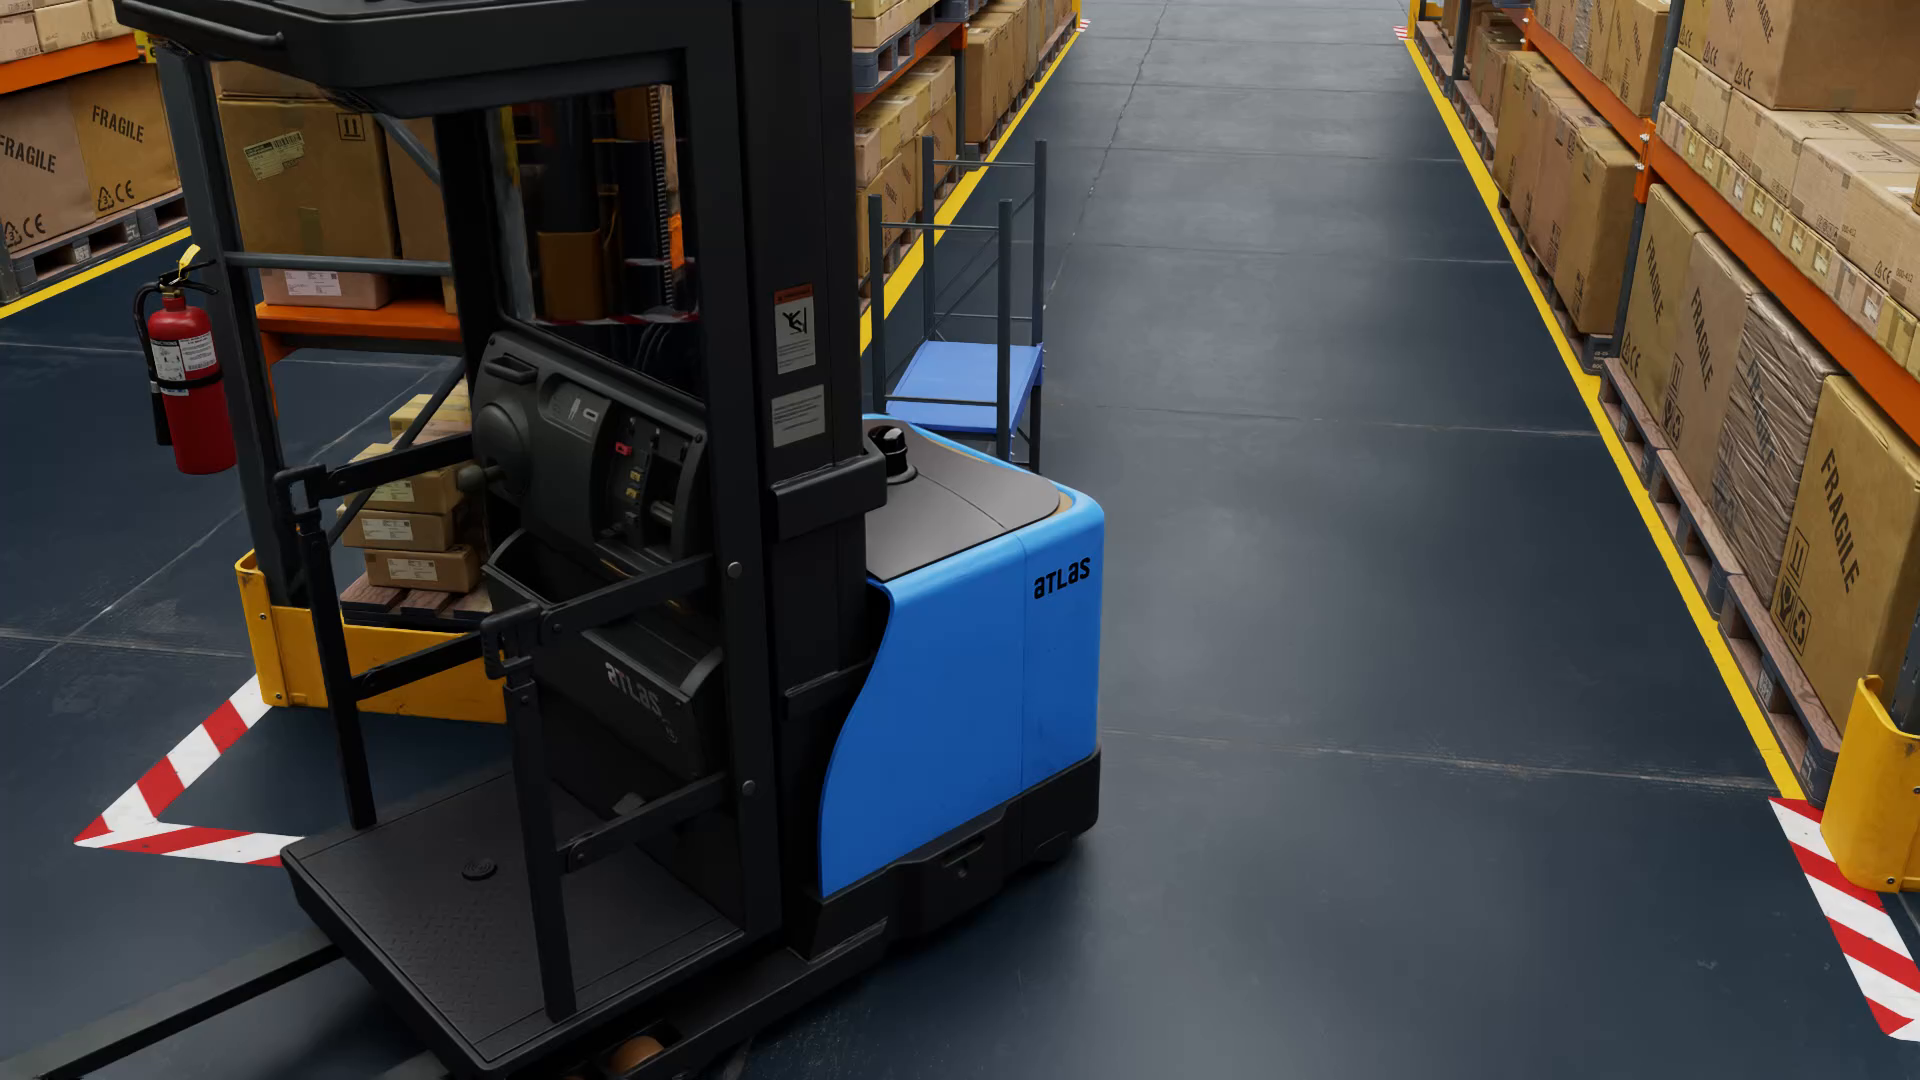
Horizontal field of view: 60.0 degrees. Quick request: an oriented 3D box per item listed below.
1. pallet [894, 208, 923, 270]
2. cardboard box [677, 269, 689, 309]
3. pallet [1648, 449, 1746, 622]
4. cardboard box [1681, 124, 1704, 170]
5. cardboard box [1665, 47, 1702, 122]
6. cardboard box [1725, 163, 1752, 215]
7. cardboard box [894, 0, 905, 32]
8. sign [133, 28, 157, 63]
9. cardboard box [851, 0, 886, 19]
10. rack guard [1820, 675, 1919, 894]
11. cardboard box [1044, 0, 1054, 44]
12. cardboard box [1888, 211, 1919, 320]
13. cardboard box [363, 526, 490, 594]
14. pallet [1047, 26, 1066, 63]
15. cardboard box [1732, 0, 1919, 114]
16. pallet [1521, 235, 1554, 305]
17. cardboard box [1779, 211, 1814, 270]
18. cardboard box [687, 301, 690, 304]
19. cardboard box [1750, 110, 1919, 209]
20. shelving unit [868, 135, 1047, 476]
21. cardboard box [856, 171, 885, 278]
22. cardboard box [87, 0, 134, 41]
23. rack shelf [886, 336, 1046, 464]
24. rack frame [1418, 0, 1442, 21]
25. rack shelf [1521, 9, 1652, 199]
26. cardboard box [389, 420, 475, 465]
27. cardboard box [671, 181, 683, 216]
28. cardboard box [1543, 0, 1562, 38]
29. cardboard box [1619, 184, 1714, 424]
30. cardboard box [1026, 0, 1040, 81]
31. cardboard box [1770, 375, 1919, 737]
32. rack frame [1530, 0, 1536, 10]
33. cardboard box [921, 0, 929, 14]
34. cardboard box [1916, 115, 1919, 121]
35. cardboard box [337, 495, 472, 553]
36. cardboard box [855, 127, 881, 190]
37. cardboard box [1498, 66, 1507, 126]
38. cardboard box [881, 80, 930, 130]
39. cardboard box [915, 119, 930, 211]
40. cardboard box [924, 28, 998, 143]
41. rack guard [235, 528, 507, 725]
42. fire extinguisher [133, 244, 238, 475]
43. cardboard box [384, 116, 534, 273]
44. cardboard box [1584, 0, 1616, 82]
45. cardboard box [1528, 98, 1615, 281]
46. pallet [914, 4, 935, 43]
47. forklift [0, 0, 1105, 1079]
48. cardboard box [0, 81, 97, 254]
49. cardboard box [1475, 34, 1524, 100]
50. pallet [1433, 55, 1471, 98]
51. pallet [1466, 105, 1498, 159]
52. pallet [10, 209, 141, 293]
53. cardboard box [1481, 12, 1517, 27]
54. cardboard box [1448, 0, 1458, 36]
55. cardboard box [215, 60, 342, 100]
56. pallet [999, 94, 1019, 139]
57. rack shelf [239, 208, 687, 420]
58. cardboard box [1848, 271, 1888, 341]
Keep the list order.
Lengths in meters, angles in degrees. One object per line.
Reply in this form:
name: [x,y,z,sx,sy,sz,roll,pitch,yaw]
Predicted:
pallet: [-0.796,-2.056,10.892,1.003,0.211,1.213,4,25,9]
cardboard box: [-1.496,-1.189,7.917,0.380,0.149,0.250,3,25,7]
pallet: [3.359,-0.008,6.518,1.003,0.211,1.213,4,25,9]
cardboard box: [3.296,-1.661,7.056,0.380,0.149,0.250,5,26,10]
cardboard box: [3.422,-1.984,7.275,0.500,0.250,0.500,4,25,8]
cardboard box: [3.170,-1.339,6.368,0.380,0.149,0.250,4,25,9]
cardboard box: [-0.517,-2.911,9.232,0.380,0.149,0.250,4,25,9]
sign: [-2.317,-1.522,4.726,0.100,0.325,0.005,4,25,9]
cardboard box: [-0.601,-2.825,8.697,0.380,0.149,0.250,4,25,9]
rack guard: [3.100,0.720,4.622,1.175,0.500,0.348,4,25,9]
cardboard box: [0.504,-5.690,17.379,0.875,0.875,0.875,4,25,9]
cardboard box: [2.921,-0.710,4.555,0.500,0.250,0.500,4,25,8]
cardboard box: [-1.893,0.058,5.955,0.380,0.149,0.250,4,25,9]
pallet: [0.587,-5.388,18.013,1.003,0.211,1.213,4,25,9]
cardboard box: [3.259,-1.896,6.203,0.500,0.500,0.500,3,25,7]
pallet: [4.006,-1.672,10.073,1.003,0.211,1.213,4,25,9]
cardboard box: [3.045,-1.016,5.678,0.380,0.149,0.250,4,25,9]
cardboard box: [-1.029,-1.046,7.611,0.380,0.149,0.250,3,25,6]
cardboard box: [3.169,-1.353,5.929,0.500,0.250,0.500,4,25,9]
shelving unit: [0.014,-0.715,6.508,0.538,1.500,1.048,4,25,9]
cardboard box: [-0.737,-1.830,9.574,0.500,0.500,0.500,5,26,11]
cardboard box: [-5.504,-3.309,10.459,0.500,0.250,0.500,4,25,8]
rack shelf: [0.014,-0.552,6.585,0.538,0.185,1.000,4,25,9]
rack frame: [5.719,-7.114,18.410,1.000,3.000,0.127,4,25,9]
rack shelf: [4.084,-2.606,9.627,1.077,0.370,4.000,4,25,9]
cardboard box: [-1.839,-0.317,6.054,0.380,0.149,0.250,5,25,10]
cardboard box: [-1.255,-1.356,6.405,0.380,0.149,0.250,4,25,7]
cardboard box: [3.981,-3.413,10.385,0.500,0.500,0.500,3,25,7]
cardboard box: [3.571,-1.053,7.471,0.875,0.875,0.875,4,25,9]
cardboard box: [0.176,-4.732,15.480,1.050,0.750,0.750,4,25,8]
cardboard box: [3.130,0.077,5.059,0.875,0.875,0.875,4,25,9]
rack frame: [4.411,-3.768,11.262,1.000,3.000,0.127,4,25,9]
cardboard box: [-0.393,-3.237,9.928,0.380,0.149,0.250,4,25,8]
cardboard box: [3.693,-1.317,5.852,0.500,0.250,0.500,4,25,7]
cardboard box: [-1.968,-0.082,5.904,0.380,0.149,0.250,3,25,7]
cardboard box: [-0.738,-2.169,9.415,0.500,0.250,0.500,3,25,6]
cardboard box: [4.579,-3.350,12.798,0.700,0.500,0.500,2,25,4]
cardboard box: [-0.489,-2.824,10.814,0.500,0.250,0.500,5,25,10]
cardboard box: [-0.474,-2.480,10.962,0.500,0.500,0.500,3,25,6]
cardboard box: [-0.277,-3.574,13.005,1.050,0.750,0.750,4,25,8]
rack guard: [-1.760,0.292,5.536,1.175,0.500,0.348,4,25,9]
fire extinguisher: [-2.269,-0.531,4.877,0.296,0.674,0.183,4,25,9]
cardboard box: [-1.427,-1.157,5.214,0.500,0.500,0.500,5,26,11]
cardboard box: [3.731,-2.780,9.034,0.500,0.500,0.500,4,25,8]
cardboard box: [3.988,-1.966,9.422,1.225,0.875,0.875,3,25,7]
pallet: [-0.749,-3.236,10.352,1.003,0.211,1.213,4,25,9]
forklift: [-1.020,-0.185,3.689,3.031,2.935,1.130,-21,33,-38]
cardboard box: [-5.997,-2.274,10.082,0.875,0.875,0.875,5,26,10]
cardboard box: [4.847,-4.055,14.304,0.700,0.500,0.500,4,25,8]
pallet: [5.140,-4.461,16.032,1.003,0.211,1.213,4,25,9]
pallet: [4.742,-3.341,13.638,1.003,0.211,1.213,4,25,9]
pallet: [-5.967,-1.847,10.446,1.003,0.211,1.213,4,25,9]
cardboard box: [5.170,-4.664,15.628,0.500,0.500,0.500,3,25,7]
cardboard box: [5.536,-5.660,17.756,0.500,0.500,0.500,11,27,22]
cardboard box: [-1.943,-1.650,5.088,0.500,0.500,0.500,4,25,7]
pallet: [-0.061,-3.724,14.458,1.003,0.211,1.213,4,25,9]
rack shelf: [-1.446,-1.319,6.878,1.077,0.370,4.000,4,25,9]
cardboard box: [2.920,-0.694,4.992,0.380,0.149,0.250,4,25,9]
